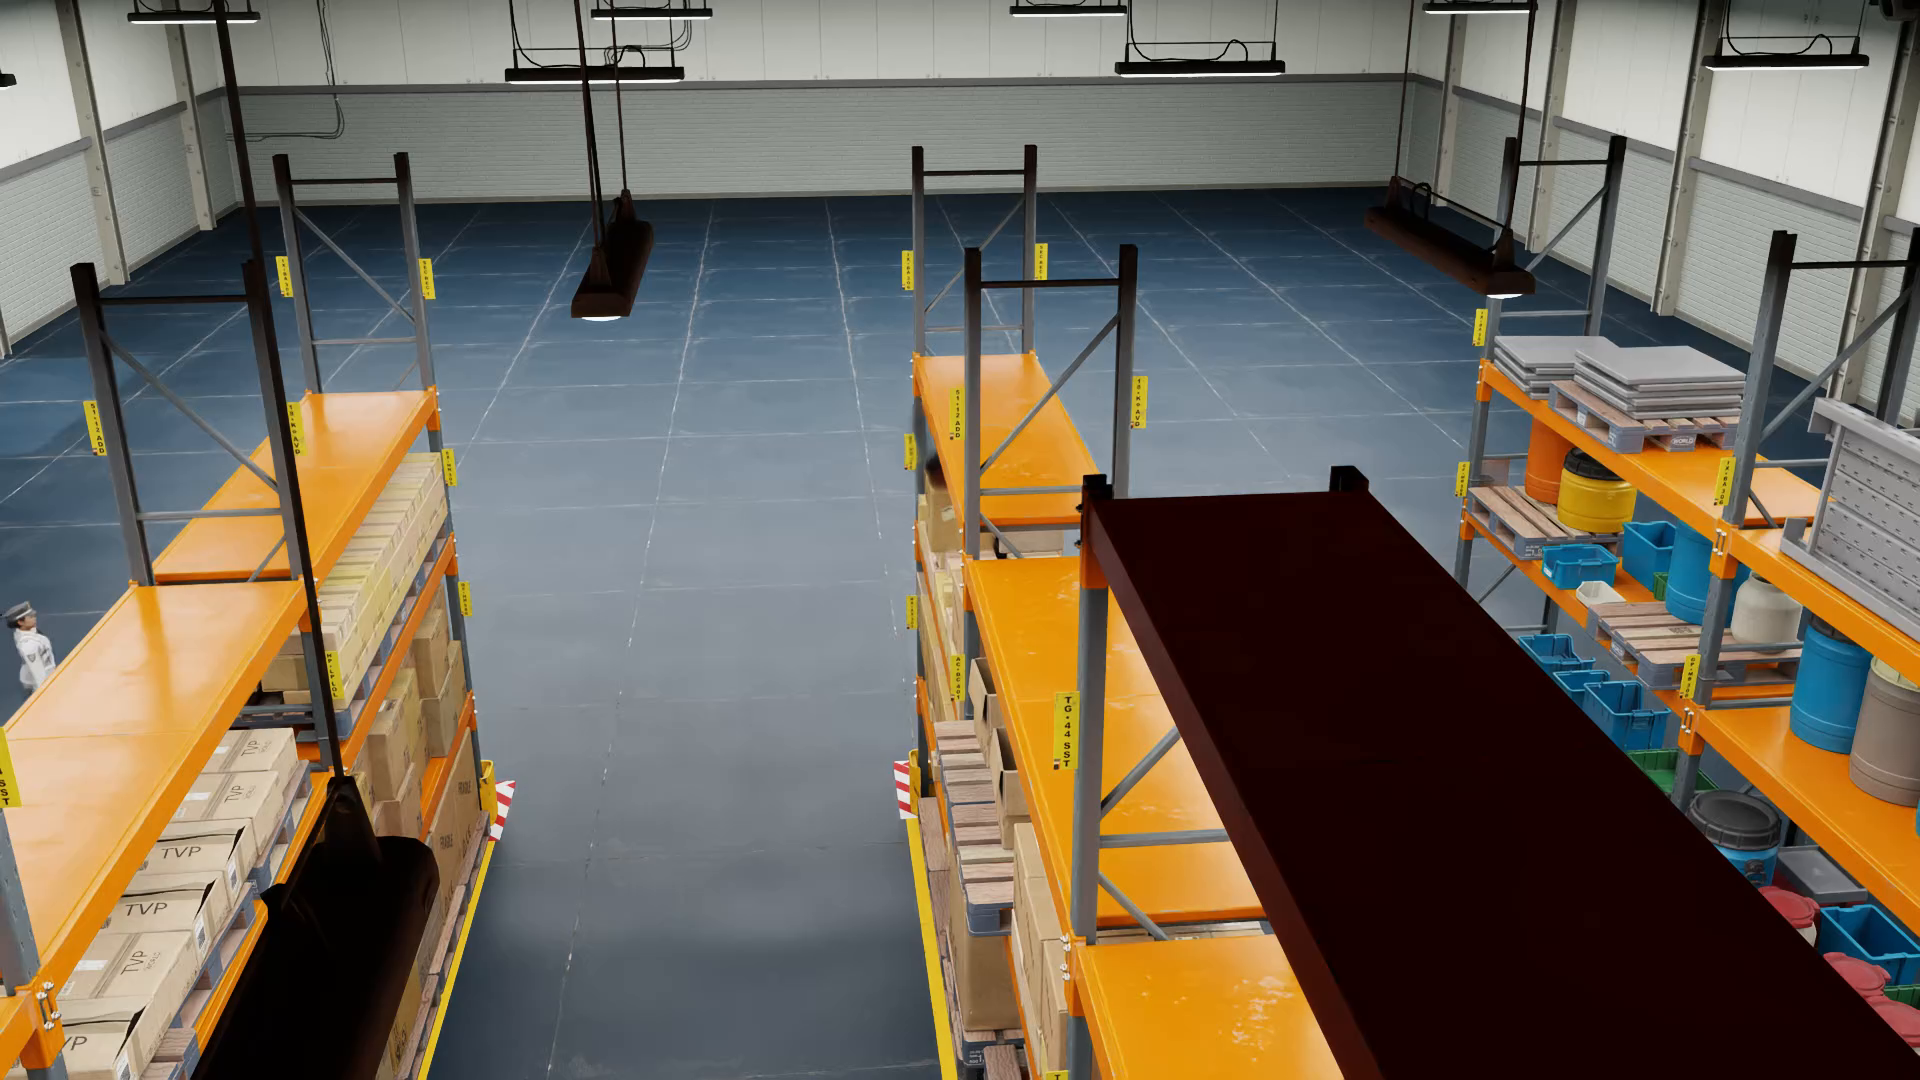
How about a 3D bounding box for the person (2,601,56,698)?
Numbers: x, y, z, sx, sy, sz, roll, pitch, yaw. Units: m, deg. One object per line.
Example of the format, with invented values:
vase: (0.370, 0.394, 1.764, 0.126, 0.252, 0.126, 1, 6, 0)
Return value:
person: (-8.824, 1.373, 15.912, 0.540, 1.649, 0.749, 13, 25, 30)
